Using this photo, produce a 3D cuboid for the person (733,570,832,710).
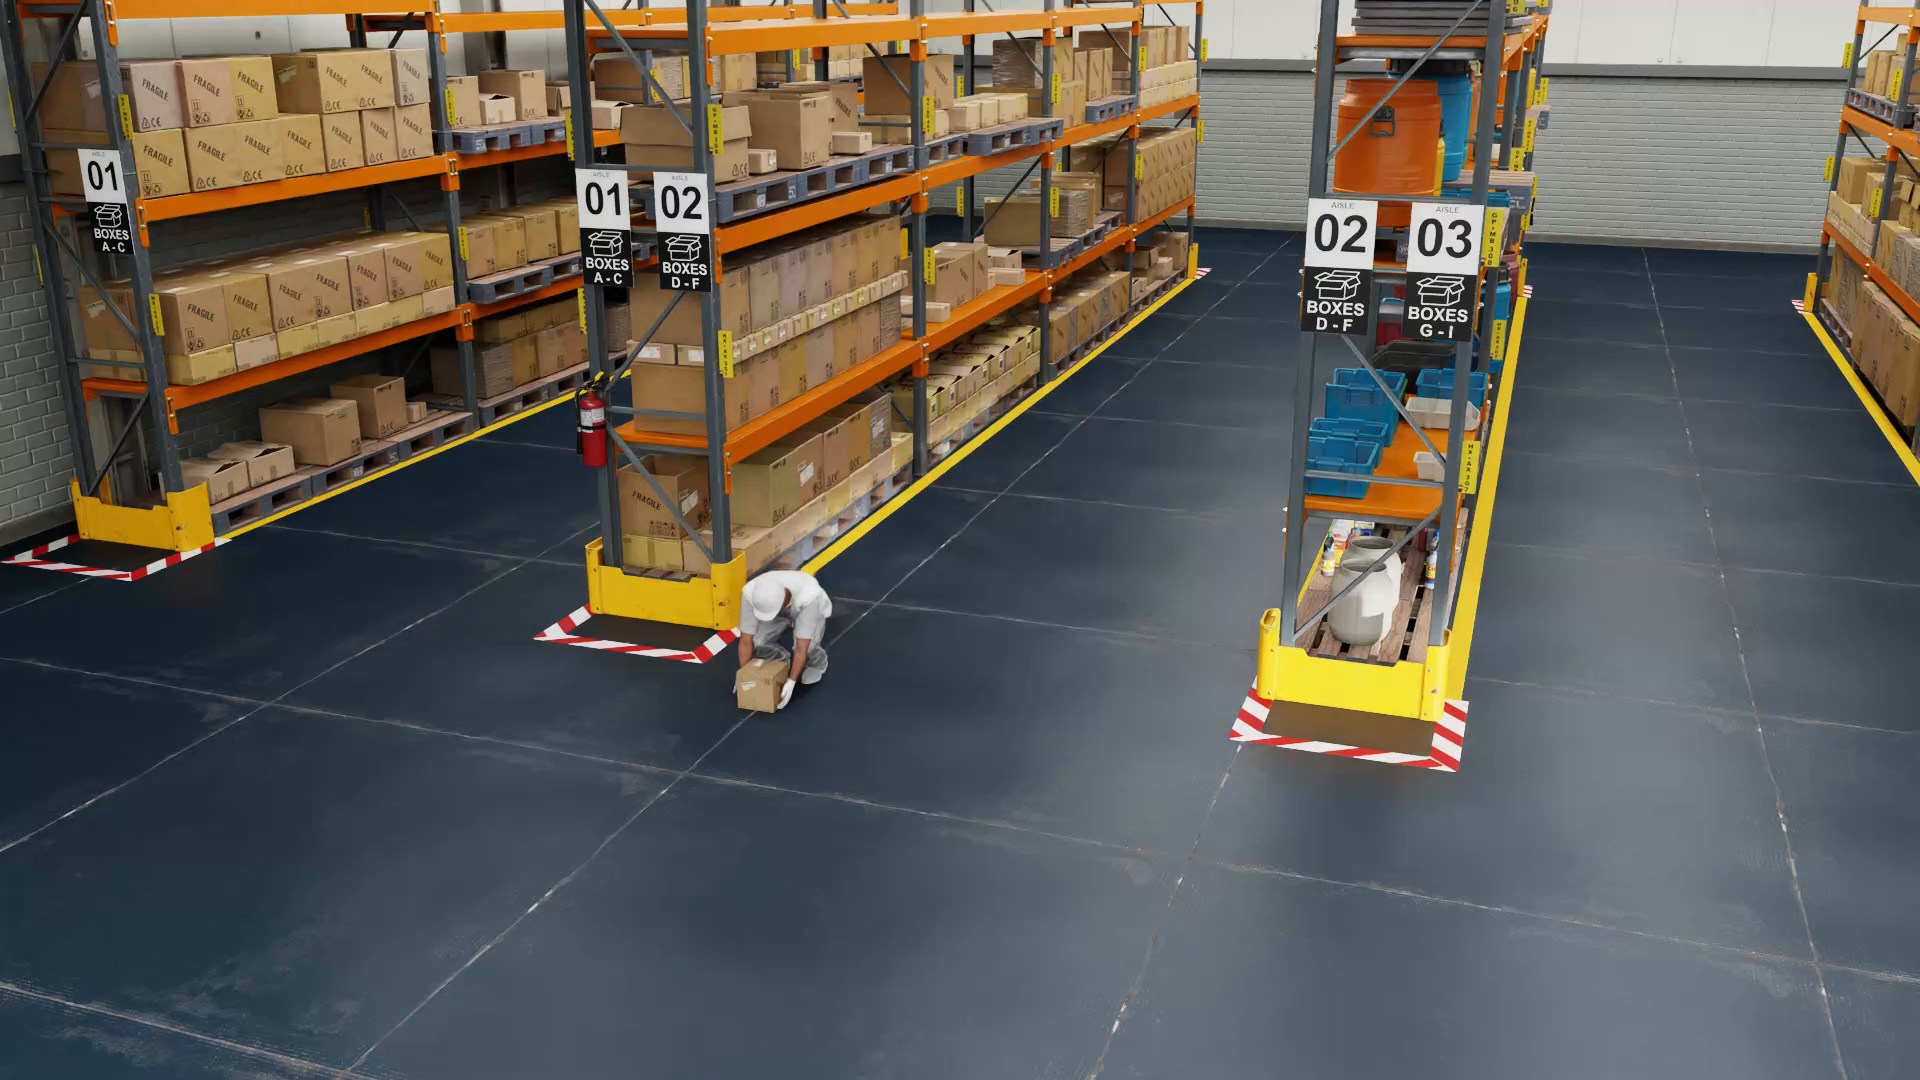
[{"bbox_3d":[-1.129,0.554,10.861,0.576,0.883,0.909,6,19,18],"label":"person"}]
